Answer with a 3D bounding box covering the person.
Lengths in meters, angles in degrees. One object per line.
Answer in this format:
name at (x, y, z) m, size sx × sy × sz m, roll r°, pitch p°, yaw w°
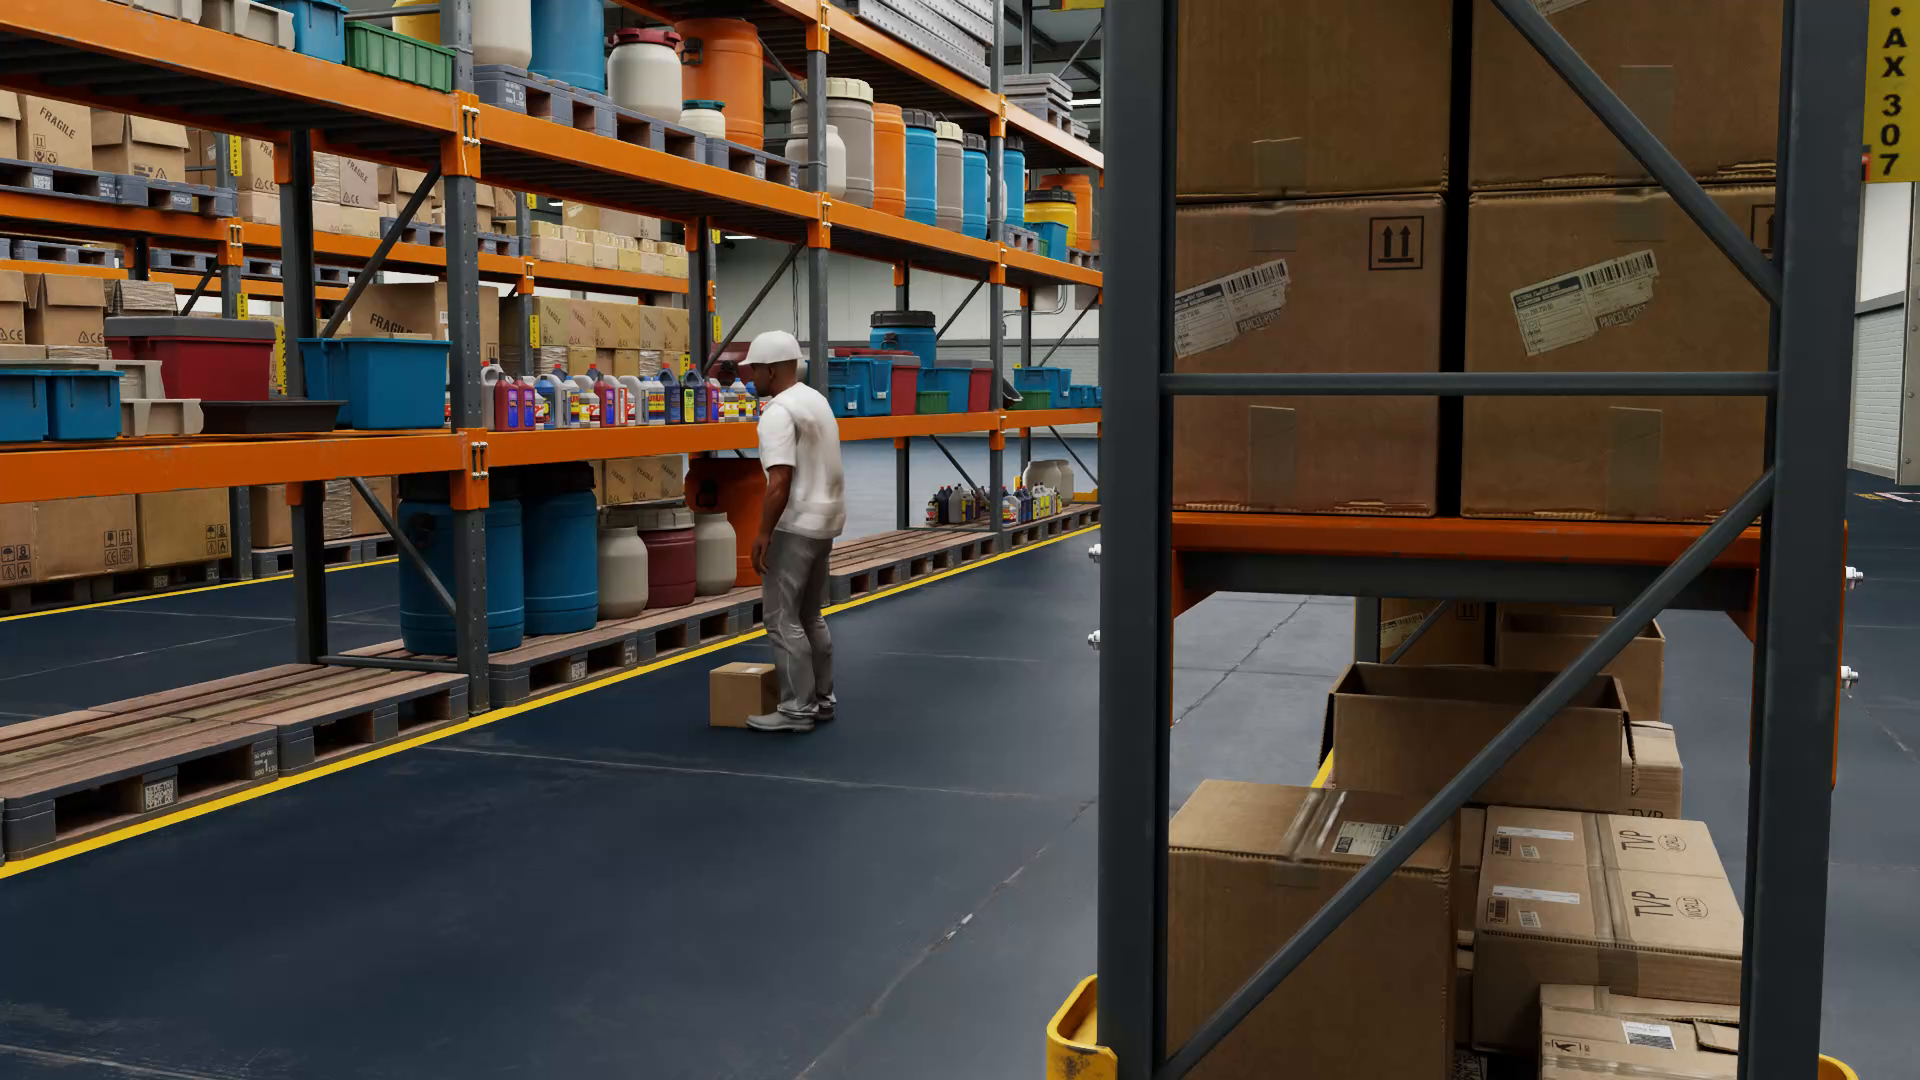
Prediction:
person at (-0.749, -0.044, 7.382) m, size 0.458 × 1.761 × 0.638 m, roll 2°, pitch 5°, yaw 17°
